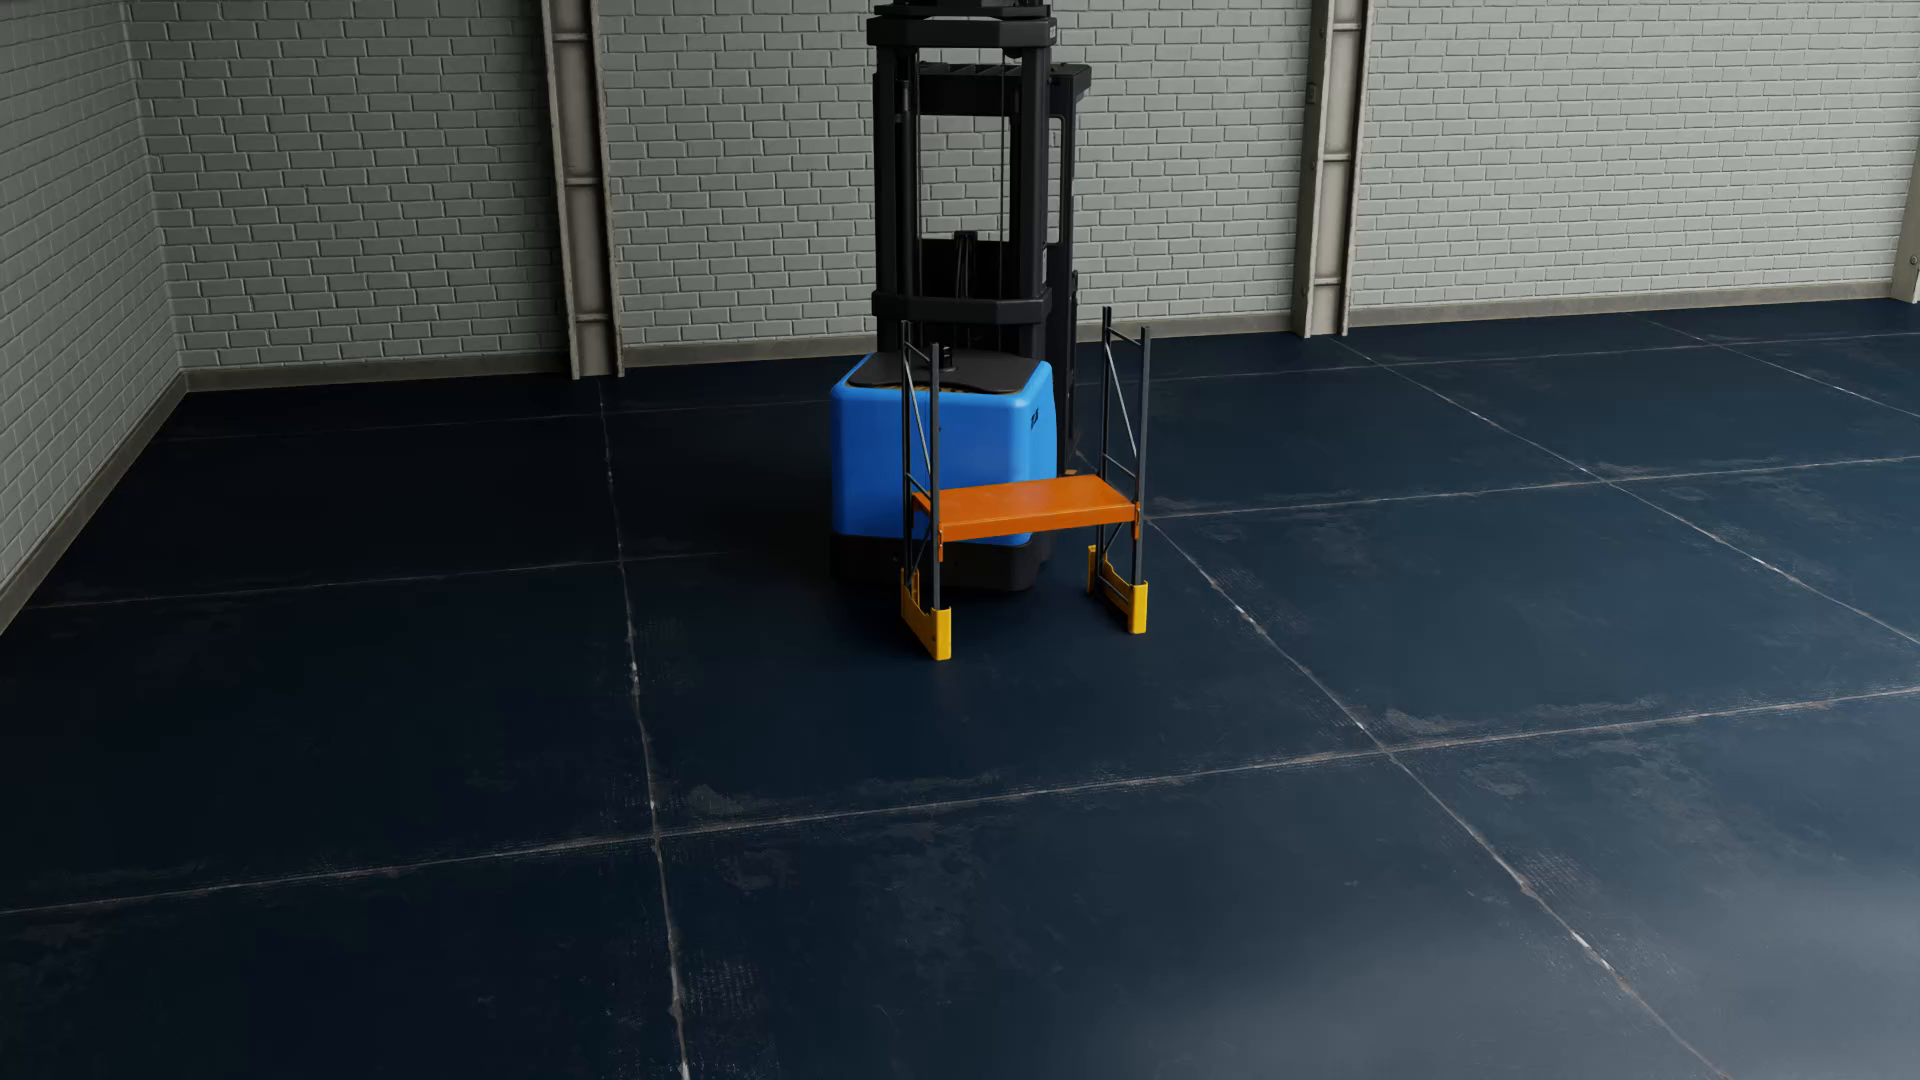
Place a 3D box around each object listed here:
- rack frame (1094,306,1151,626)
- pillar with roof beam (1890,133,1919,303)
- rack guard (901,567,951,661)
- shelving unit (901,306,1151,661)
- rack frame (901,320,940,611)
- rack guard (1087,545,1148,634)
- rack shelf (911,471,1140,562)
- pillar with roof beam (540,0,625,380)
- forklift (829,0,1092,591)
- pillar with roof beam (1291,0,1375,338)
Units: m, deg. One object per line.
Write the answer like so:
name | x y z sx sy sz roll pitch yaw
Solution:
rack frame | 0.781 -0.346 8.077 0.032 1.500 0.500 -6 21 -17
pillar with roof beam | 9.873 -5.021 9.940 0.400 9.000 9.100 -5 21 -12
rack guard | -0.167 0.347 8.002 0.087 0.250 0.587 -6 21 -17
shelving unit | 0.306 -0.293 7.931 1.083 1.500 0.587 -6 21 -17
rack frame | -0.185 -0.237 7.780 0.032 1.500 0.500 -6 21 -17
rack guard | 0.779 0.241 8.293 0.087 0.250 0.587 -6 21 -17
rack shelf | 0.298 -0.123 7.991 1.000 0.185 0.538 -6 21 -17
pillar with roof beam | -1.805 -4.072 7.347 0.400 9.000 9.100 -5 21 -12
forklift | 0.124 -1.589 9.390 1.130 2.935 3.031 4 20 11
pillar with roof beam | 4.034 -4.547 8.643 0.400 9.000 9.100 -5 21 -12
